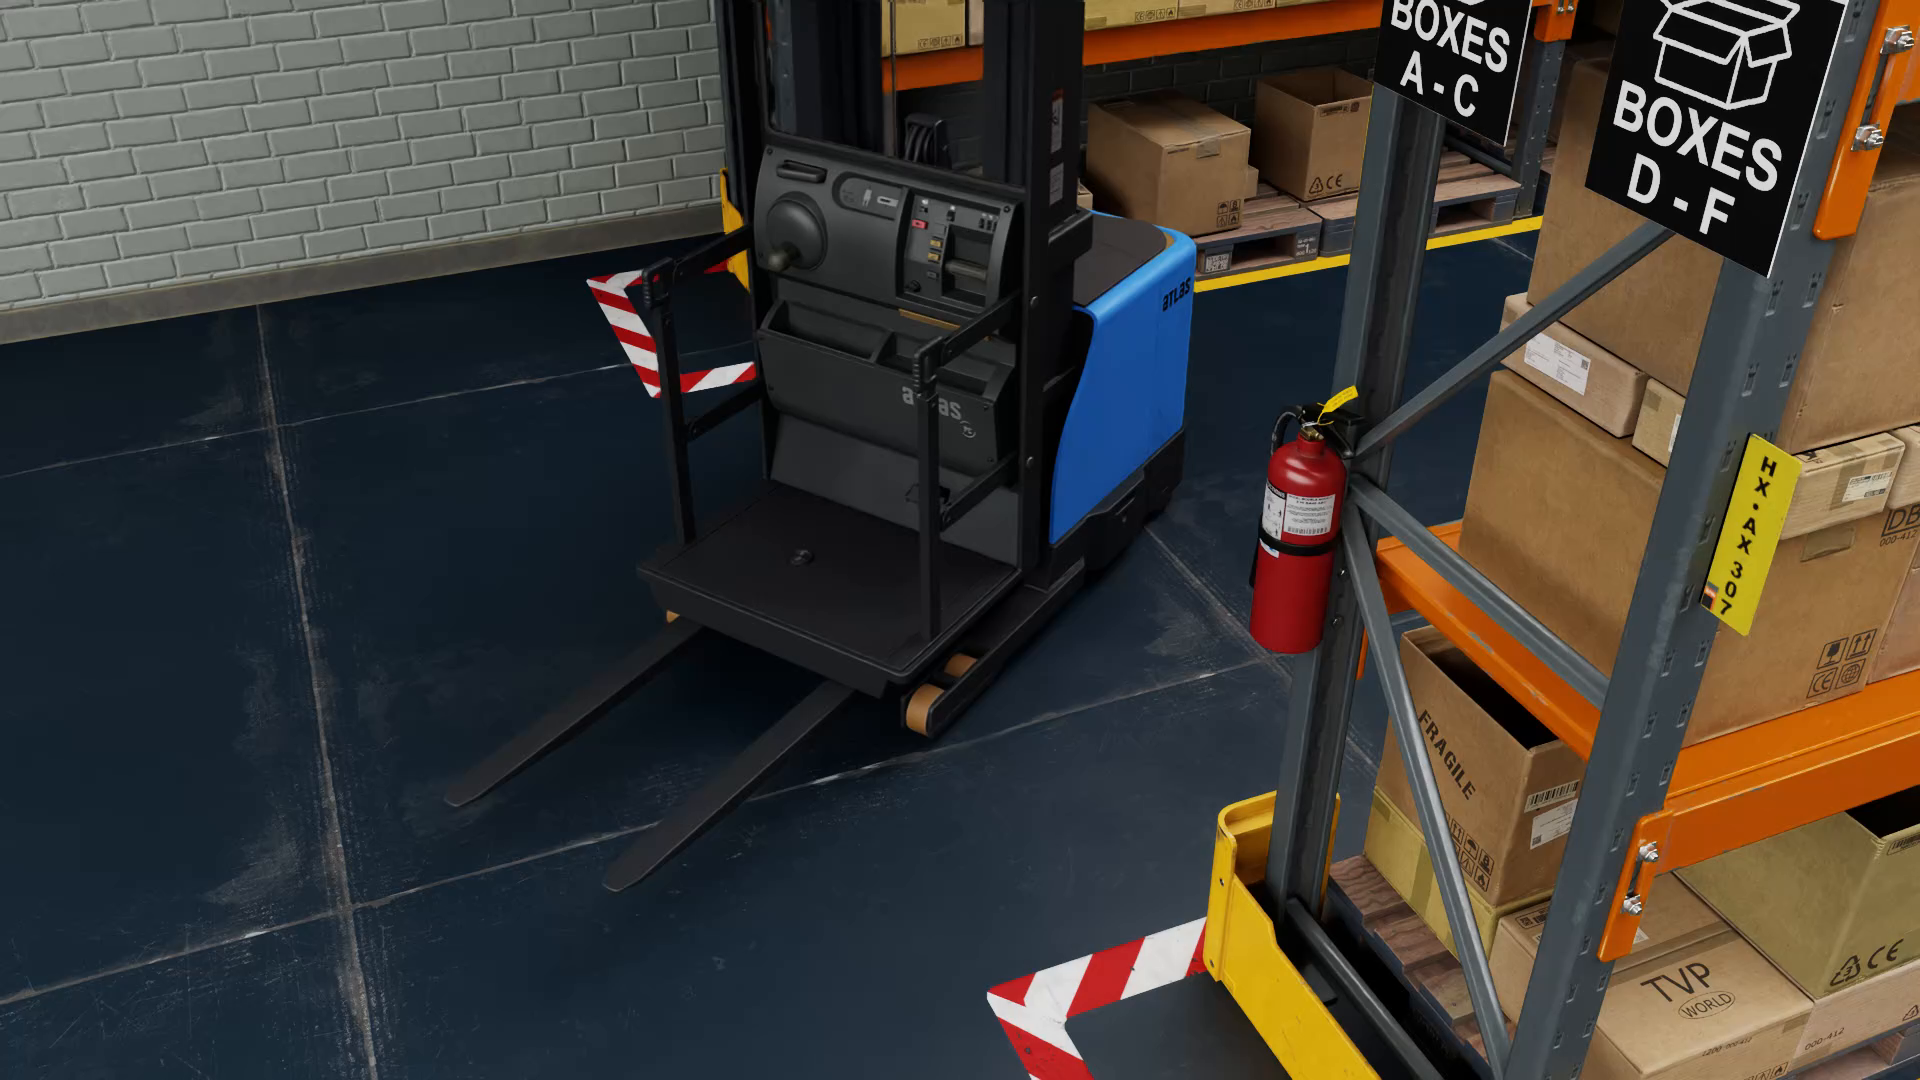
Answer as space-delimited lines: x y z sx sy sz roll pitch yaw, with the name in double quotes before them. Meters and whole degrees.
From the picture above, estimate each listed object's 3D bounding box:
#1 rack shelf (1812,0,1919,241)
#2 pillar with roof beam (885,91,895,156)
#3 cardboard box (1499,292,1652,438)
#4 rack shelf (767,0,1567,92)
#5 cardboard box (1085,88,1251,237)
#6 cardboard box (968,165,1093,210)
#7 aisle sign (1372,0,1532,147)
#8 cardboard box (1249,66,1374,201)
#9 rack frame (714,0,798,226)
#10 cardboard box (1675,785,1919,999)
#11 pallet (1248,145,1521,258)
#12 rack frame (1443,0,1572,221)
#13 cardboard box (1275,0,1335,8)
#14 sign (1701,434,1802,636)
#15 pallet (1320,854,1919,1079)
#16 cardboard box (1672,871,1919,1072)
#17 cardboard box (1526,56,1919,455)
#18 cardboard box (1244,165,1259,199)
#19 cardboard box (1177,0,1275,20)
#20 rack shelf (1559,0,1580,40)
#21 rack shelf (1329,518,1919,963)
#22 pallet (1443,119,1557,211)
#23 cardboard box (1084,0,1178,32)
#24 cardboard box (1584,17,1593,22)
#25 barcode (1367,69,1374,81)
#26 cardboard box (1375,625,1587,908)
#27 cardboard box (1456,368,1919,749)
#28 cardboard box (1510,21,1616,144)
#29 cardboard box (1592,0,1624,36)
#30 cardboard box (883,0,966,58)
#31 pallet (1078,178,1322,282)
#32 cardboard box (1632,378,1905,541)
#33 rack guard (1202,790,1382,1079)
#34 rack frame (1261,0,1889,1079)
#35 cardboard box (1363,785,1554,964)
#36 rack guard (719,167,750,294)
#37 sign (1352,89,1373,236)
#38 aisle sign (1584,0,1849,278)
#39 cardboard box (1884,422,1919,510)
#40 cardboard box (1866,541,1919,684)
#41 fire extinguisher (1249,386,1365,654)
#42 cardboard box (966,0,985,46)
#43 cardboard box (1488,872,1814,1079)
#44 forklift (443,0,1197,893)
"rack shelf" 2.888 -1.267 3.356 4.000 0.370 1.077 -13 35 -19
"pillar with roof beam" 1.100 -3.312 3.089 0.400 9.000 9.100 -13 35 -19
"cardboard box" 1.323 -0.379 3.396 0.250 0.149 0.380 -13 35 -20
"rack shelf" 0.967 -2.500 8.002 4.000 0.370 1.077 -13 35 -19
"cardboard box" 1.017 -1.867 8.257 0.500 0.500 0.700 -15 36 -22
"cardboard box" 0.321 -1.658 8.110 0.500 0.311 0.500 -10 34 -15
"aisle sign" 0.870 -1.113 2.826 0.004 0.787 0.394 -13 35 -19
"cardboard box" 1.870 -2.121 8.648 0.500 0.500 0.500 -16 36 -22
"rack frame" -0.877 -2.379 7.156 0.127 3.000 1.000 -13 35 -19
"cardboard box" 2.085 0.665 3.926 0.500 0.500 0.500 -13 35 -19
"pallet" 2.205 -1.895 8.970 1.213 0.211 1.003 -13 35 -19
"rack frame" 2.811 -3.224 8.454 0.127 3.000 1.000 -13 35 -19
"cardboard box" 1.571 -2.702 7.771 0.500 0.250 0.500 -13 35 -19
"sign" 1.253 -0.005 2.641 0.005 0.325 0.100 -13 35 -19
"pallet" 1.733 1.097 4.370 1.213 0.211 1.003 -13 35 -19
"cardboard box" 2.084 0.979 4.132 0.500 0.250 0.500 -13 35 -19
"cardboard box" 1.528 -0.578 3.107 0.500 0.500 0.700 -13 35 -19
"cardboard box" 1.329 -1.886 8.608 0.250 0.149 0.380 -16 36 -23
"cardboard box" 1.108 -2.595 7.607 0.500 0.250 0.500 -13 35 -19
"rack shelf" 4.655 -3.345 9.299 4.000 0.370 1.077 -13 35 -19
"rack shelf" 2.888 -0.010 4.174 4.000 0.370 1.077 -13 35 -19
"pallet" 3.528 -2.220 9.469 1.213 0.211 1.003 -13 35 -19
"cardboard box" 0.641 -2.490 7.445 0.500 0.250 0.500 -13 35 -20
"cardboard box" 3.940 -2.659 9.474 0.500 0.500 0.700 -14 35 -20
"barcode" 2.220 -2.501 8.939 0.075 0.075 0.001 -13 35 -19
"cardboard box" 1.423 0.510 4.164 0.500 0.500 0.500 -13 35 -19
"cardboard box" 1.479 -0.023 3.444 0.500 0.500 0.700 -13 35 -19
"cardboard box" 3.483 -2.524 9.268 0.500 0.500 0.700 -12 35 -17
"cardboard box" 3.888 -2.933 9.209 0.500 0.250 0.500 -14 35 -20
"cardboard box" -0.304 -2.268 7.105 0.500 0.250 0.500 -14 36 -20
"pallet" 1.079 -1.636 8.570 1.213 0.211 1.003 -13 35 -19
"cardboard box" 1.489 -0.177 3.086 0.250 0.149 0.380 -13 35 -19
"rack guard" 1.022 1.164 4.003 0.348 0.500 1.175 -13 35 -19
"rack frame" 1.044 0.111 3.329 0.127 3.000 1.000 -13 35 -19
"cardboard box" 1.424 0.826 4.367 0.500 0.250 0.500 -13 35 -19
"rack guard" -0.807 -1.348 7.863 0.348 0.500 1.175 -13 35 -19
"sign" 0.847 -0.750 3.373 0.005 0.325 0.100 -13 35 -19
"aisle sign" 1.102 -0.811 2.362 0.004 0.787 0.394 -13 35 -19
"cardboard box" 1.732 -0.235 3.174 0.250 0.149 0.380 -14 36 -20
"cardboard box" 1.962 -0.136 3.618 0.500 0.500 0.700 -12 35 -18
"fire extinguisher" 0.755 -0.065 3.671 0.183 0.674 0.296 -13 35 -19
"cardboard box" 0.169 -2.385 7.284 0.500 0.250 0.500 -14 36 -20
"cardboard box" 1.625 1.086 3.967 0.500 0.250 0.500 -13 35 -19
"forklift" -0.360 -0.898 4.943 1.130 2.935 3.031 20 38 27
